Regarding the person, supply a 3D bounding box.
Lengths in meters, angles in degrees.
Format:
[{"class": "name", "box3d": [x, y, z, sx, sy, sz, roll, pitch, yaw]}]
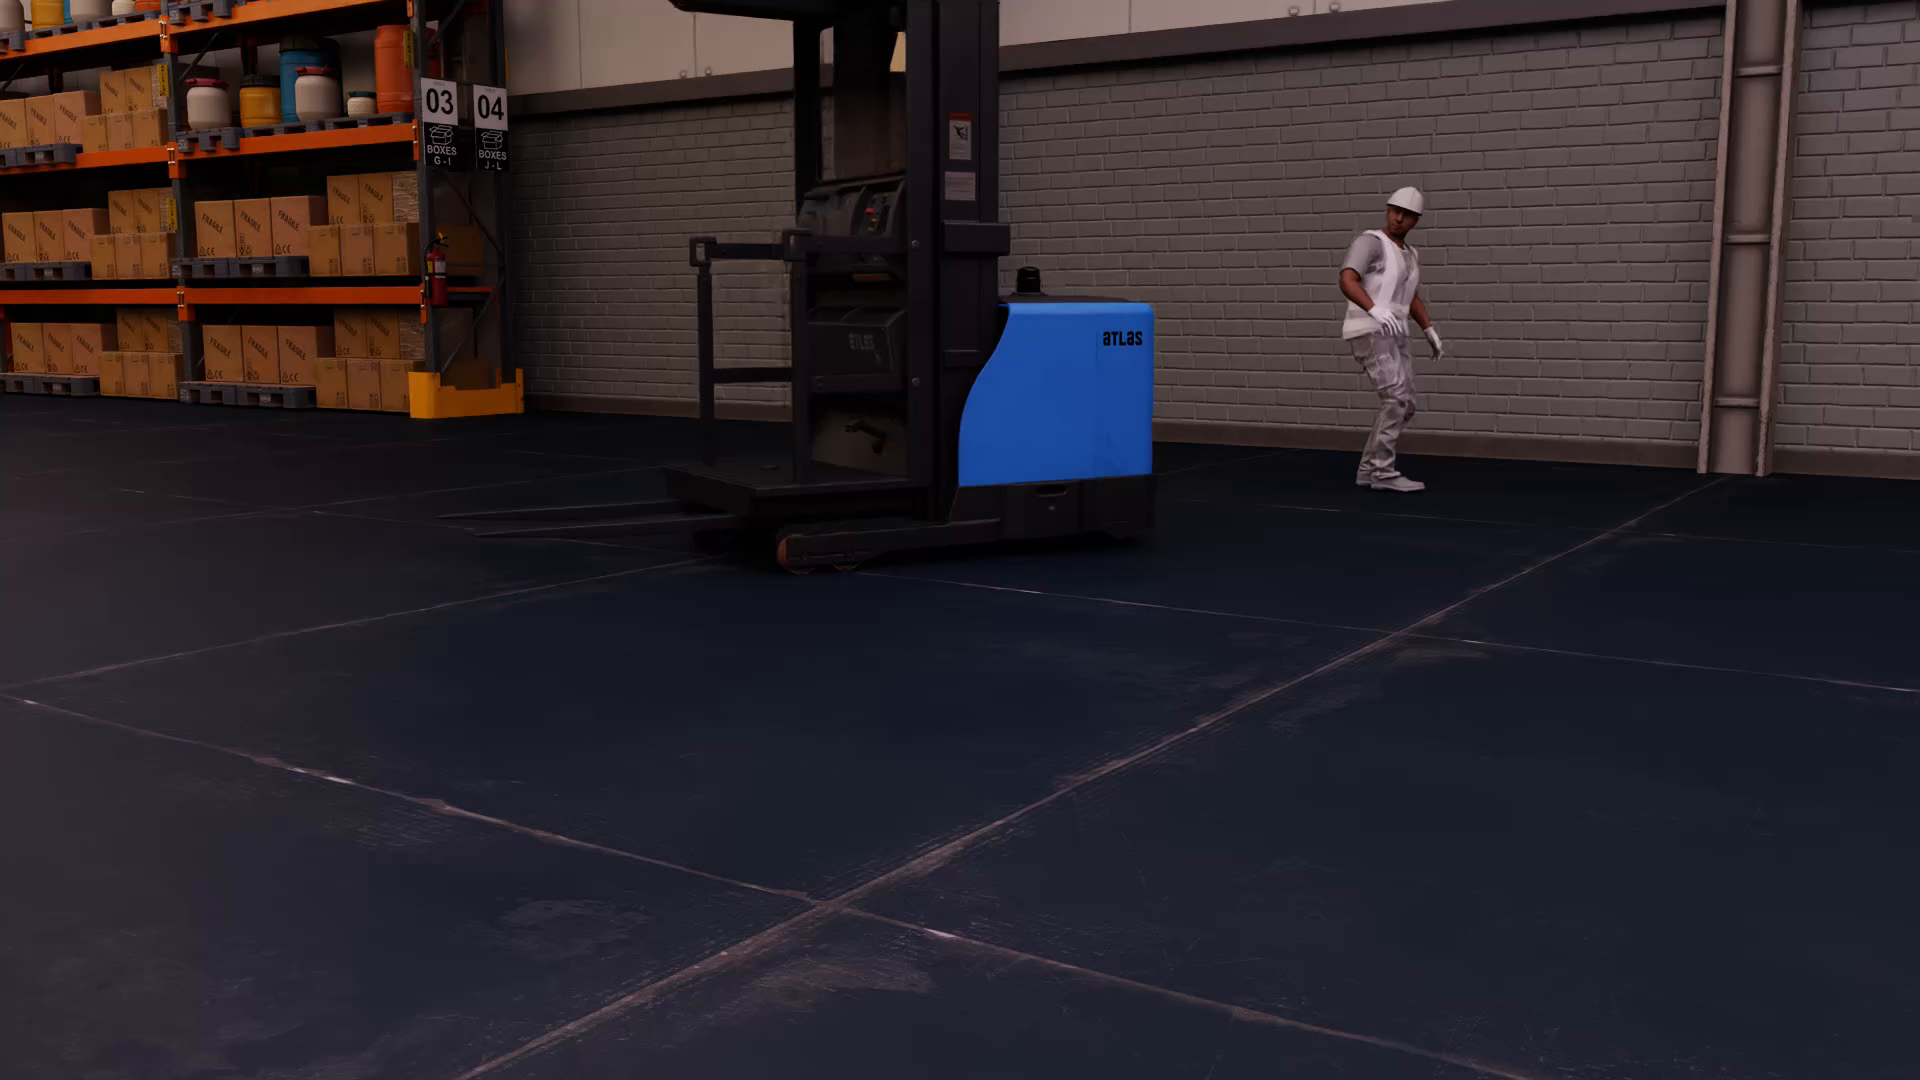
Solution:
[{"class": "person", "box3d": [2.521, -1.159, 9.624, 0.521, 1.737, 0.768, 6, 10, 36]}]

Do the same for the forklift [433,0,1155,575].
[{"class": "forklift", "box3d": [-0.653, -1.396, 7.012, 3.031, 2.935, 1.130, -5, 9, -30]}]
